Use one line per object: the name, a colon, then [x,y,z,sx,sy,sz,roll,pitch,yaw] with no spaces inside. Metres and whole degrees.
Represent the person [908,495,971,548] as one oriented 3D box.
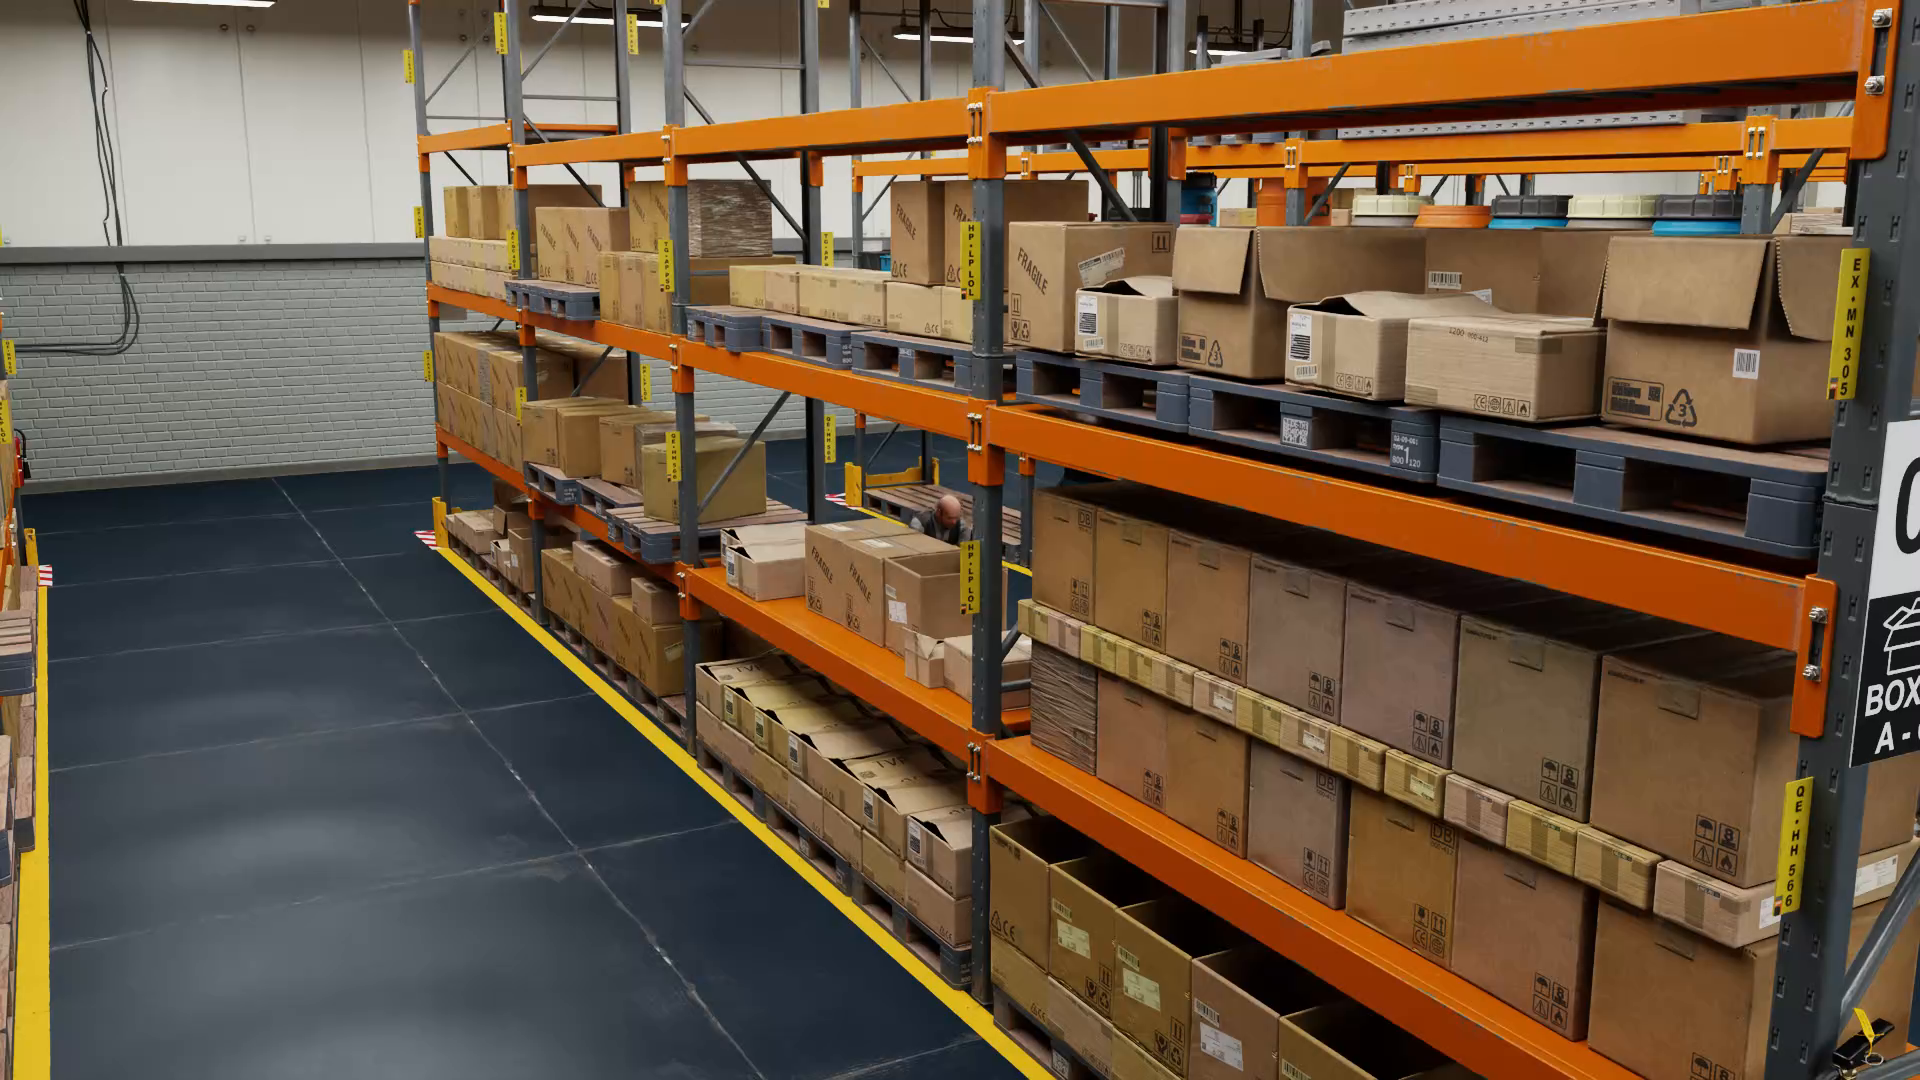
person: [-0.197,0.333,13.055,0.590,1.461,0.670,-6,13,-28]
